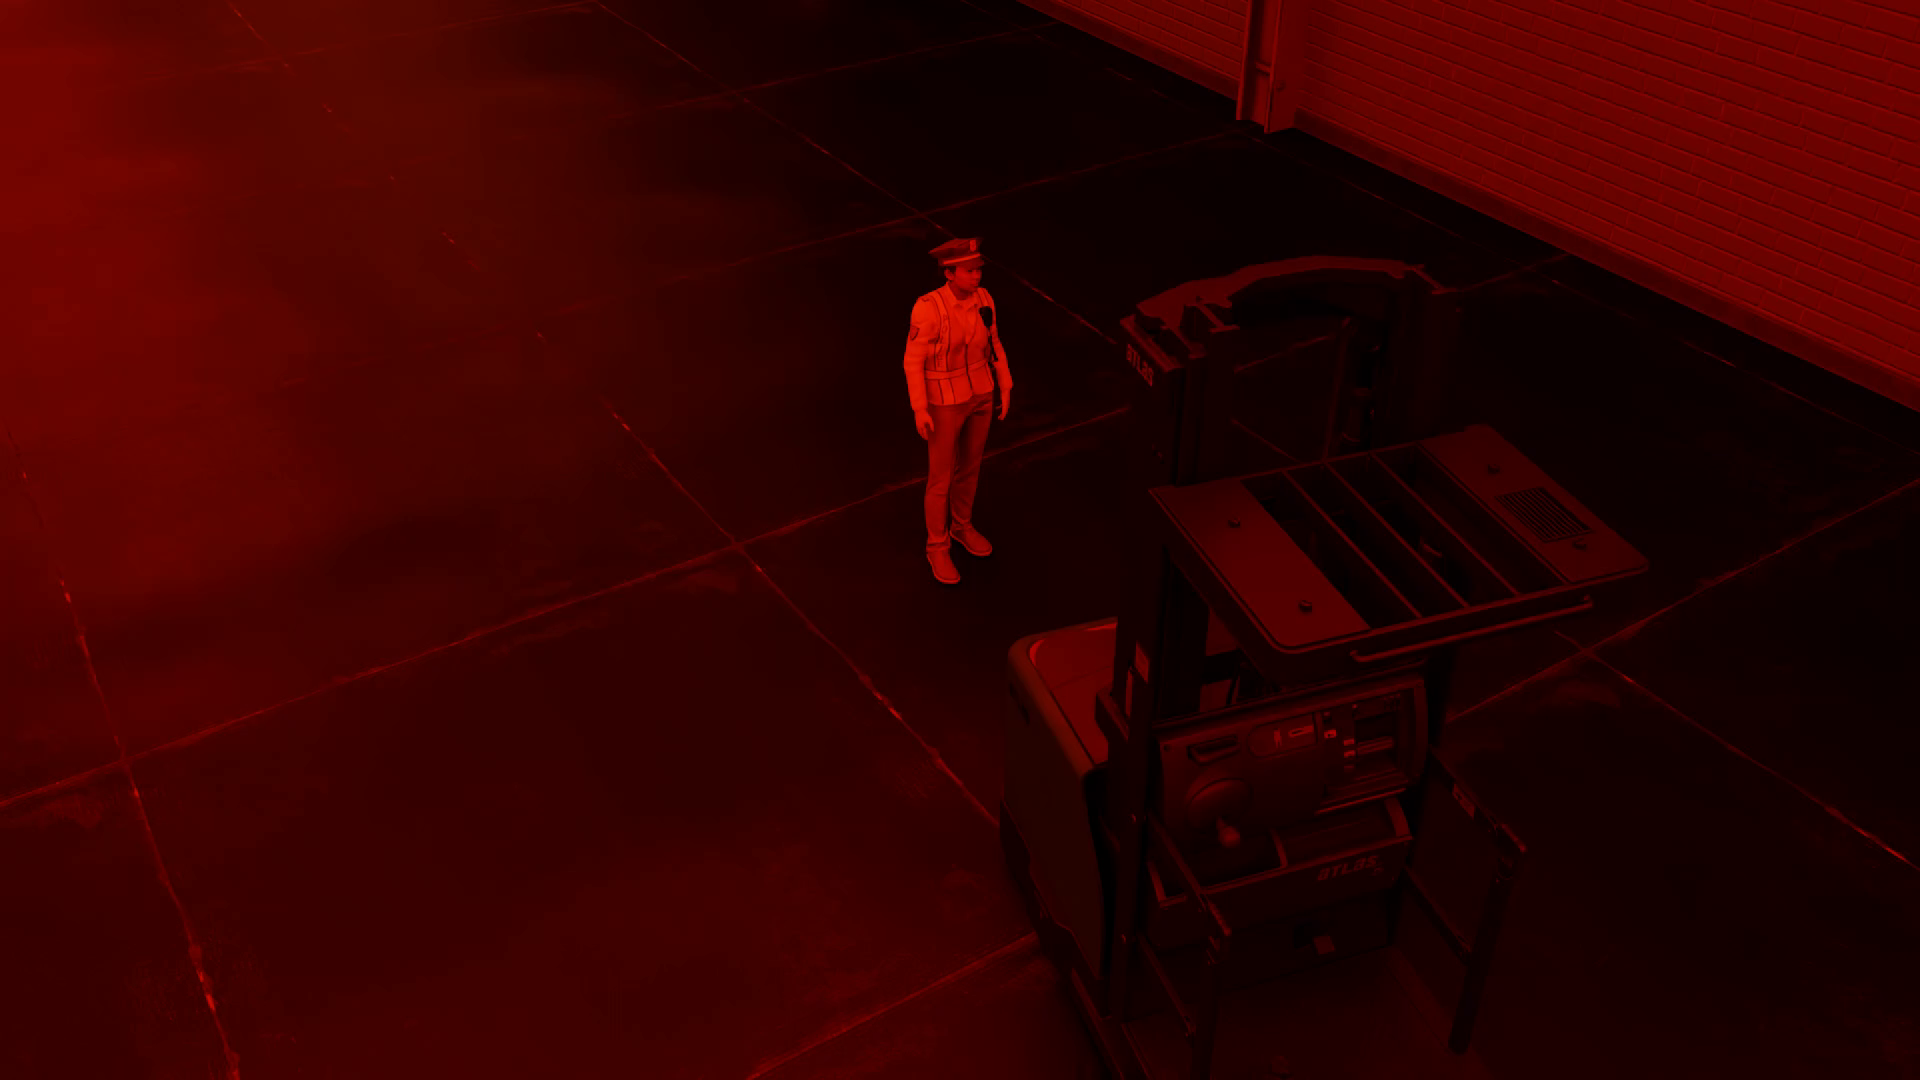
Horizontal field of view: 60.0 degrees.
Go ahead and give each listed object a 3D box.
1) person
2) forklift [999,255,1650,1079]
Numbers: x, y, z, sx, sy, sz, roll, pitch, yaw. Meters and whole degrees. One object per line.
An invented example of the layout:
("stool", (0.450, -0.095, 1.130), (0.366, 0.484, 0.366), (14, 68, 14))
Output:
("person", (0.032, -0.664, 8.155), (0.586, 1.694, 0.530), (-21, 40, -27))
("forklift", (1.127, 0.763, 5.062), (1.130, 2.935, 3.031), (-11, 37, -16))
